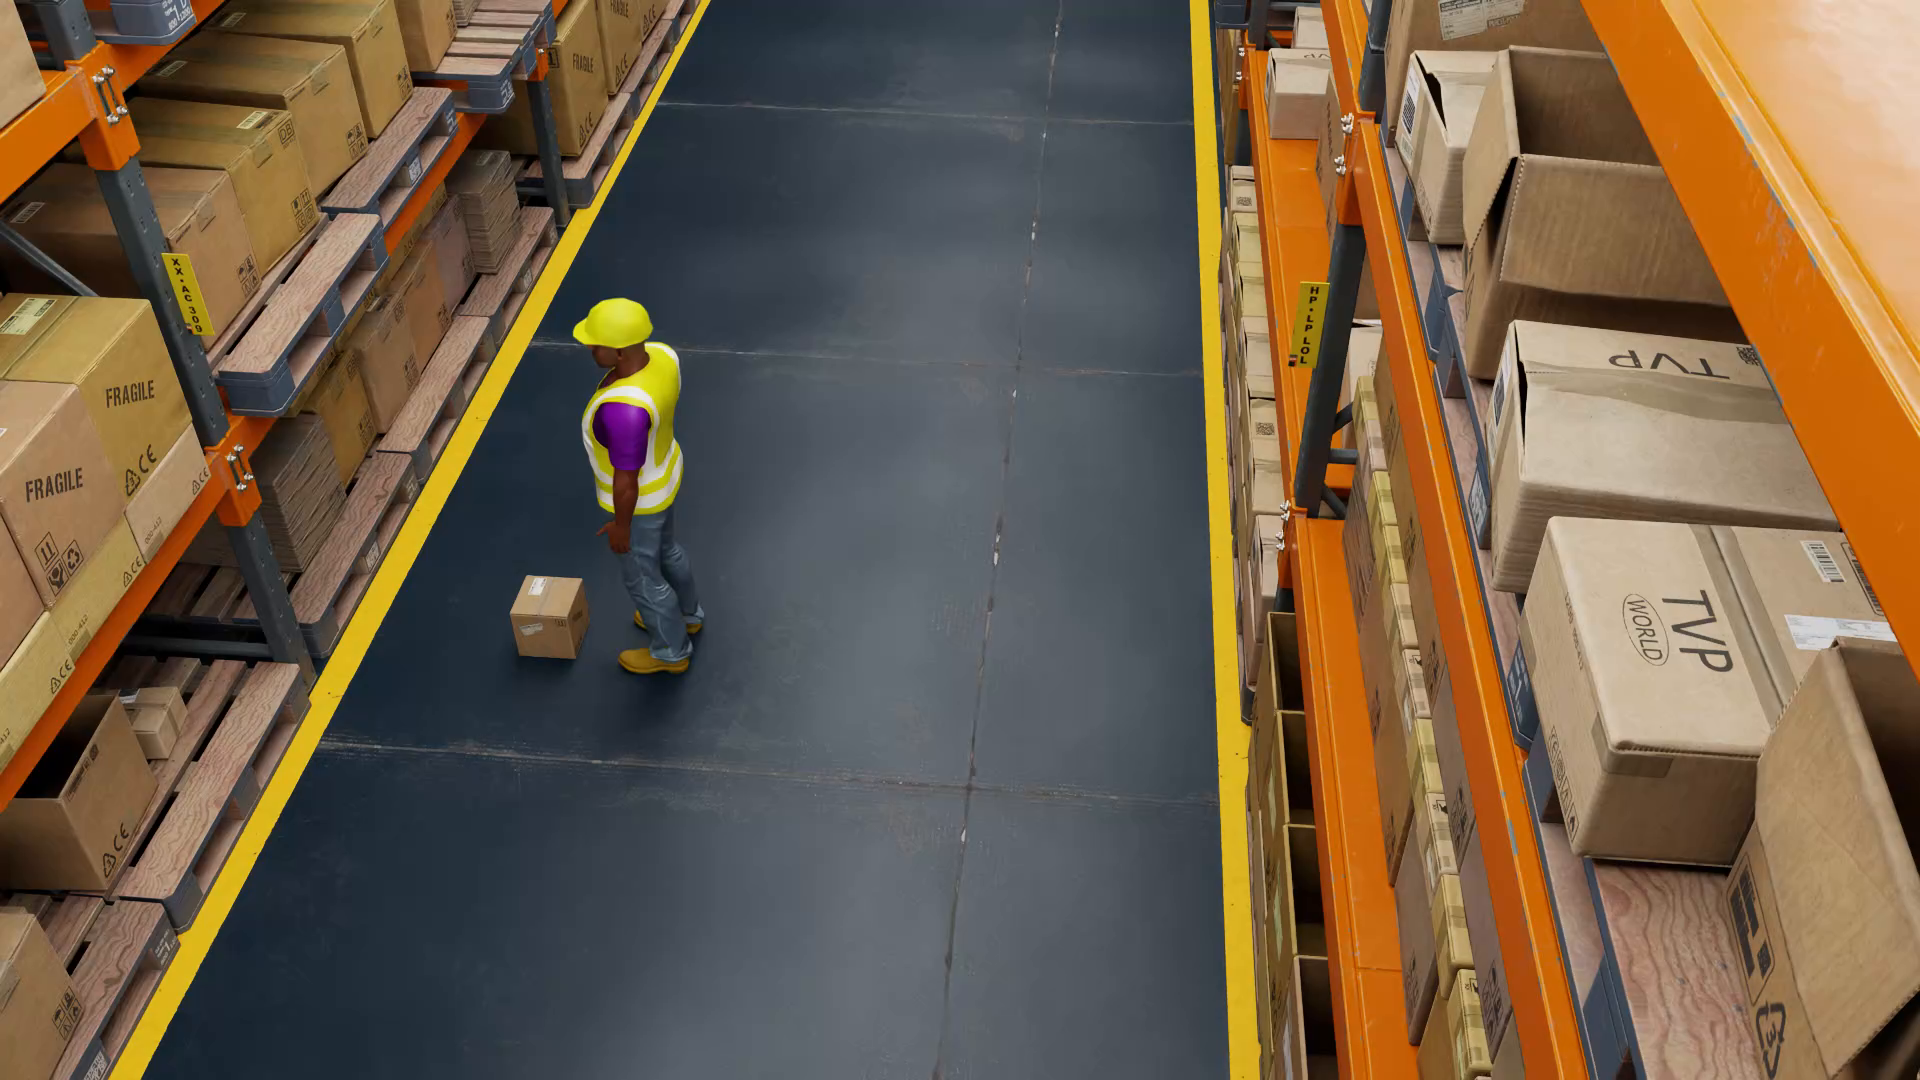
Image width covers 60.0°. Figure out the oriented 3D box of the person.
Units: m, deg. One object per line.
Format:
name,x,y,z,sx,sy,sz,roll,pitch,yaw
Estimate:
person,-1.282,-0.204,6.677,0.358,1.762,0.563,4,40,5
